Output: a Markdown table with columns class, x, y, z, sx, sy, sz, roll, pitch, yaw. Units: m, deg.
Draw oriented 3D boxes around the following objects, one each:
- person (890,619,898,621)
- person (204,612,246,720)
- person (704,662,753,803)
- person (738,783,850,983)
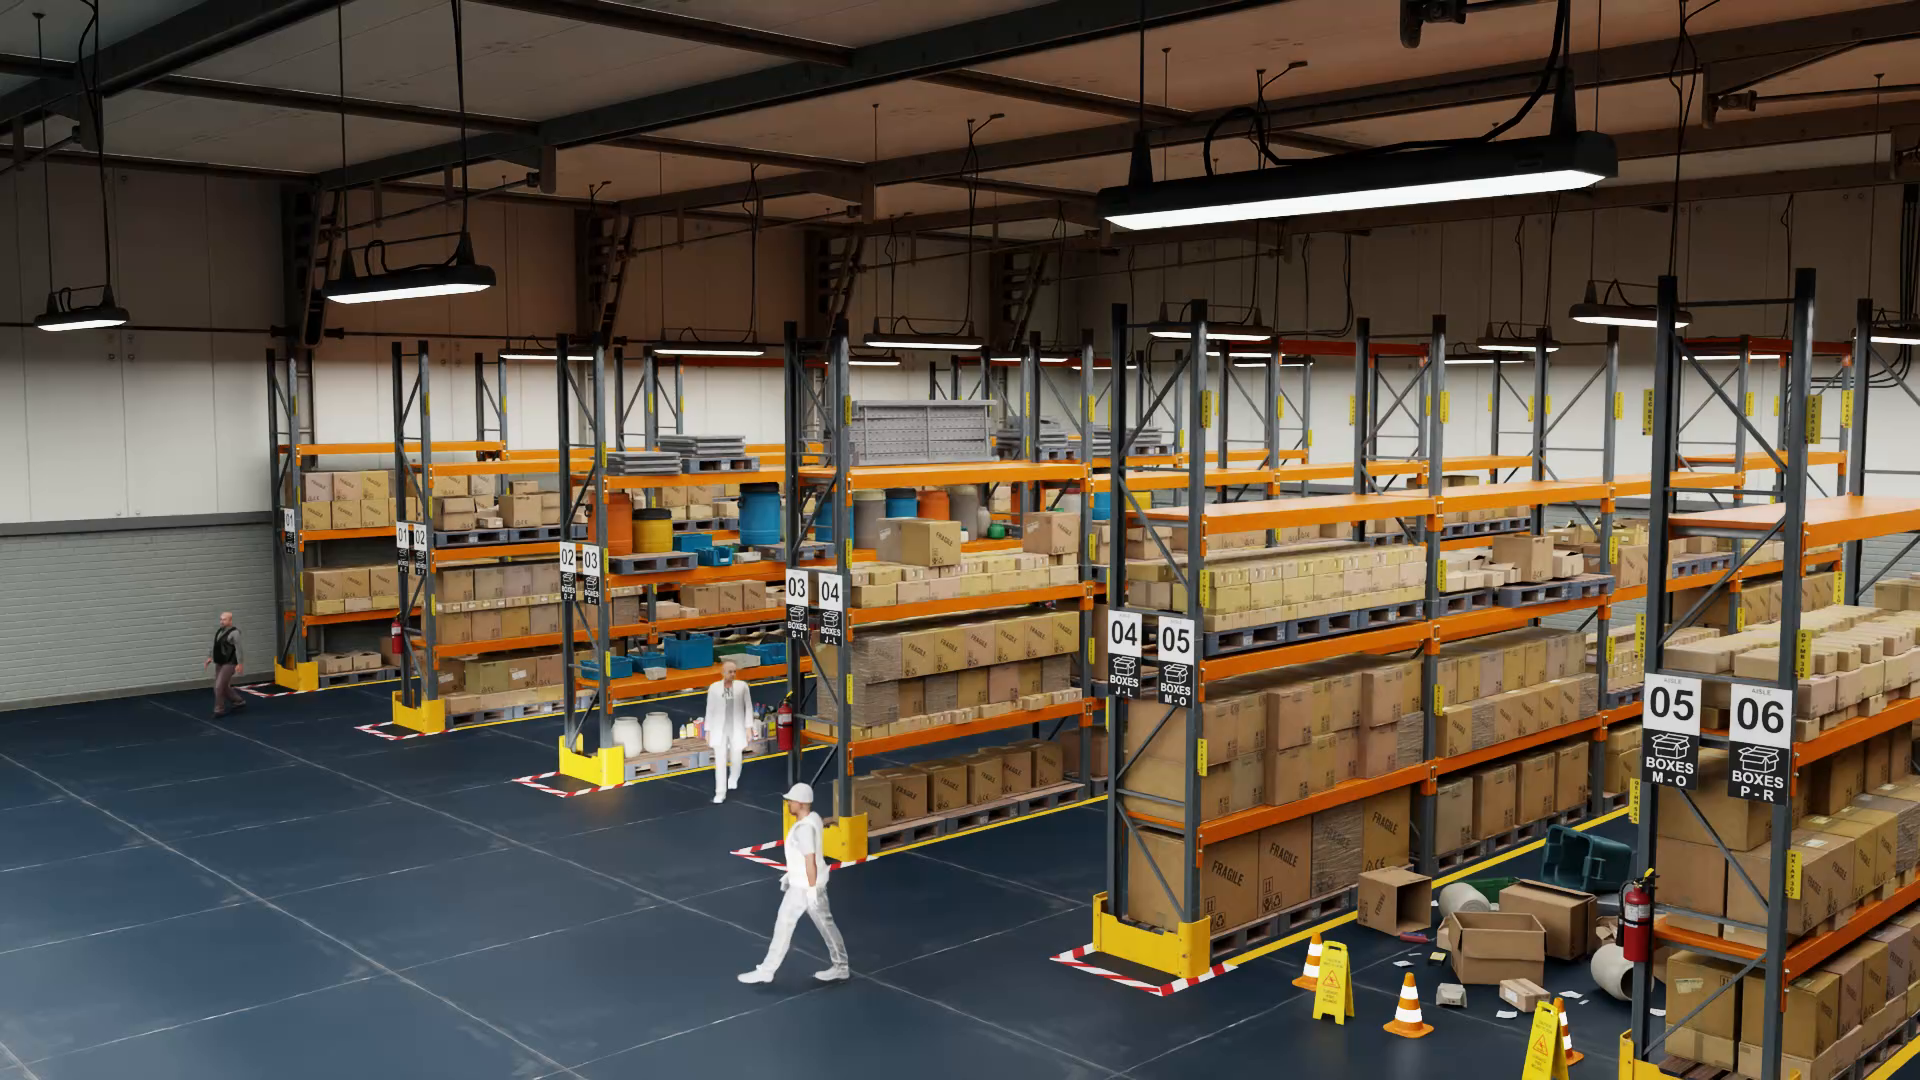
| class | x | y | z | sx | sy | sz | roll | pitch | yaw |
| --- | --- | --- | --- | --- | --- | --- | --- | --- | --- |
| person | -1.121 | 1.553 | 29.787 | 1.084 | 1.523 | 0.662 | -4 | 7 | -41 |
| person | -11.839 | 2.016 | 26.809 | 0.609 | 1.724 | 0.741 | 3 | 6 | 32 |
| person | -2.987 | 2.485 | 21.461 | 0.634 | 1.646 | 0.944 | -1 | 5 | -12 |
| person | -1.440 | 3.001 | 14.624 | 0.931 | 1.739 | 0.587 | 1 | 5 | 9 |
